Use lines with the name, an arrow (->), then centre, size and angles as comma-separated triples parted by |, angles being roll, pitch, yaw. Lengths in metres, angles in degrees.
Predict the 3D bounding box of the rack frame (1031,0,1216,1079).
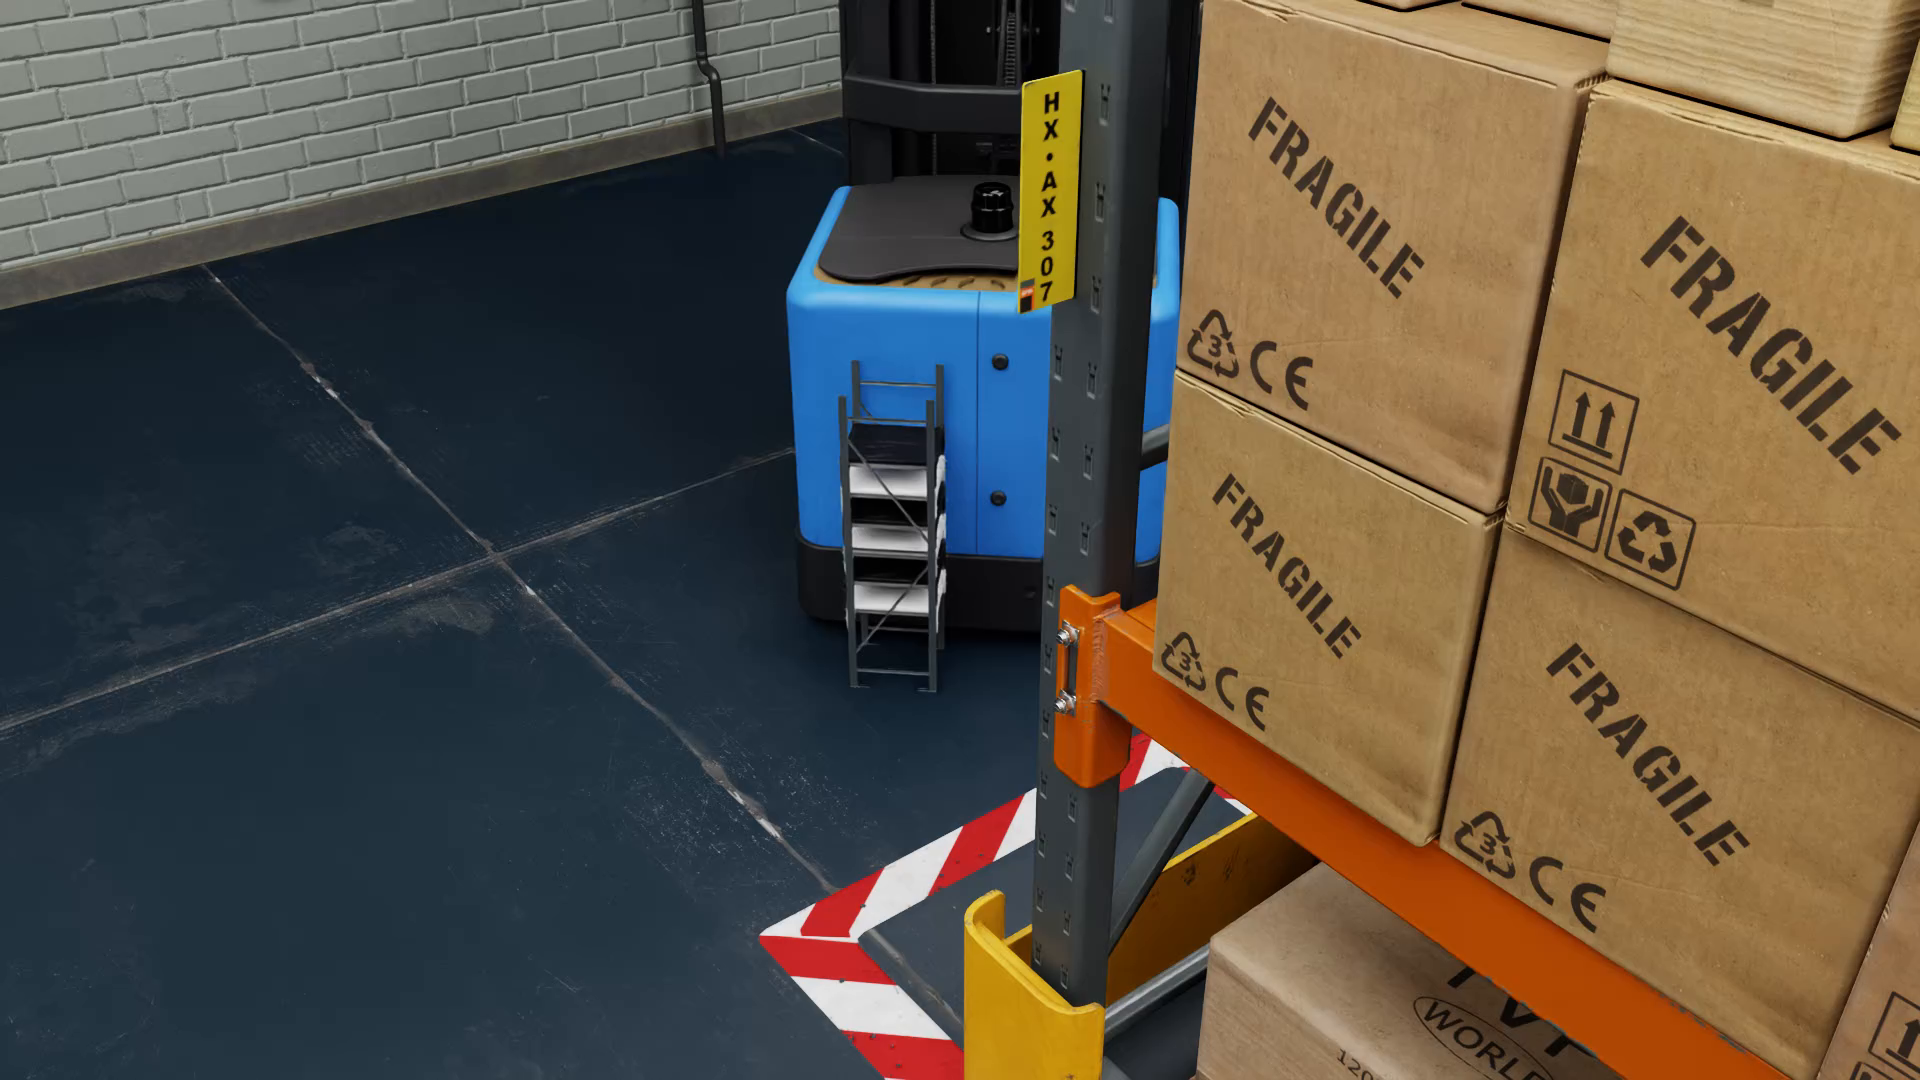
rack frame -> 0.564, -0.246, 2.803 | 1.000, 3.000, 0.127 | -22, 38, -31

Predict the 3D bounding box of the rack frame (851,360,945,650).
rack frame -> -0.162, -0.075, 4.518 | 0.240, 0.900, 0.006 | 3, 32, 5

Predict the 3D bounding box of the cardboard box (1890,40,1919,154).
cardboard box -> 1.024, -0.415, 1.419 | 0.380, 0.149, 0.250 | -24, 39, -33

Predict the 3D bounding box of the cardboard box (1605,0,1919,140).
cardboard box -> 0.848, -0.519, 1.586 | 0.380, 0.149, 0.250 | -21, 38, -30

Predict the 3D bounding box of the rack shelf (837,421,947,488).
rack shelf -> -0.172, -0.223, 4.308 | 0.258, 0.077, 0.200 | 3, 32, 5

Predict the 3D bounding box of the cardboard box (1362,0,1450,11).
cardboard box -> 0.563, -0.751, 1.959 | 0.380, 0.149, 0.250 | -21, 38, -30

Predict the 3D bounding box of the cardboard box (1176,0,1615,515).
cardboard box -> 0.633, -0.421, 2.042 | 0.500, 0.500, 0.500 | -23, 39, -32

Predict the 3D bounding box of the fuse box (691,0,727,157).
fuse box -> -1.164, -2.660, 7.910 | 0.539, 1.711, 0.414 | -22, 38, -31

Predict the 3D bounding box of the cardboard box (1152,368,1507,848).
cardboard box -> 0.631, 0.005, 2.305 | 0.500, 0.500, 0.500 | -23, 38, -32

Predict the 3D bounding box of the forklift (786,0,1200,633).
forklift -> 0.203, -1.726, 5.252 | 1.130, 2.935, 3.031 | 3, 32, 5

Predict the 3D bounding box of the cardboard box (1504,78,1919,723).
cardboard box -> 0.955, -0.208, 1.699 | 0.500, 0.500, 0.500 | -23, 39, -33

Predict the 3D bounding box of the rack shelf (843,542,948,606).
rack shelf -> -0.172, 0.083, 4.498 | 0.258, 0.077, 0.200 | 3, 32, 5

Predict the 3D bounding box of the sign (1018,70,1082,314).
sign -> 0.122, -0.470, 2.268 | 0.100, 0.325, 0.005 | -22, 38, -31

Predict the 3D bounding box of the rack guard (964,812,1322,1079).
rack guard -> 0.549, 0.806, 3.478 | 1.175, 0.500, 0.348 | -22, 38, -31

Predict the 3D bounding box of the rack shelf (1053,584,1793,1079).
rack shelf -> 1.790, 0.893, 1.650 | 1.077, 0.370, 4.000 | -22, 38, -31

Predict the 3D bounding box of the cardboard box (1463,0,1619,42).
cardboard box -> 0.780, -0.665, 1.820 | 0.380, 0.149, 0.250 | -21, 38, -30

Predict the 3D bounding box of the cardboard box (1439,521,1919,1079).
cardboard box -> 0.963, 0.207, 1.980 | 0.500, 0.500, 0.500 | -23, 38, -32

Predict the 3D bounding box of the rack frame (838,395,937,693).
rack frame -> -0.183, 0.031, 4.347 | 0.240, 0.900, 0.006 | 3, 32, 5

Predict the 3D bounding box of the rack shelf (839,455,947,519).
rack shelf -> -0.172, -0.147, 4.355 | 0.258, 0.077, 0.200 | 3, 32, 5

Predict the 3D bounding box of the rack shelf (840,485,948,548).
rack shelf -> -0.172, -0.070, 4.403 | 0.258, 0.077, 0.200 | 3, 32, 5

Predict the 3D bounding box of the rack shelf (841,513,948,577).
rack shelf -> -0.172, 0.006, 4.450 | 0.258, 0.077, 0.200 | 3, 32, 5

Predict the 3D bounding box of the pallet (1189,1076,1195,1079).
pallet -> 1.116, 1.247, 3.043 | 1.003, 0.211, 1.213 | -22, 38, -31

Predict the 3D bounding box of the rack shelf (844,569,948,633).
rack shelf -> -0.172, 0.159, 4.545 | 0.258, 0.077, 0.200 | 3, 32, 5

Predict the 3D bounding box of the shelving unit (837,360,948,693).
shelving unit -> -0.172, -0.022, 4.433 | 0.258, 0.900, 0.210 | 3, 32, 5

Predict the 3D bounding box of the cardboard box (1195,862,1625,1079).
cardboard box -> 1.047, 0.907, 2.977 | 0.875, 0.438, 0.875 | -24, 39, -33
